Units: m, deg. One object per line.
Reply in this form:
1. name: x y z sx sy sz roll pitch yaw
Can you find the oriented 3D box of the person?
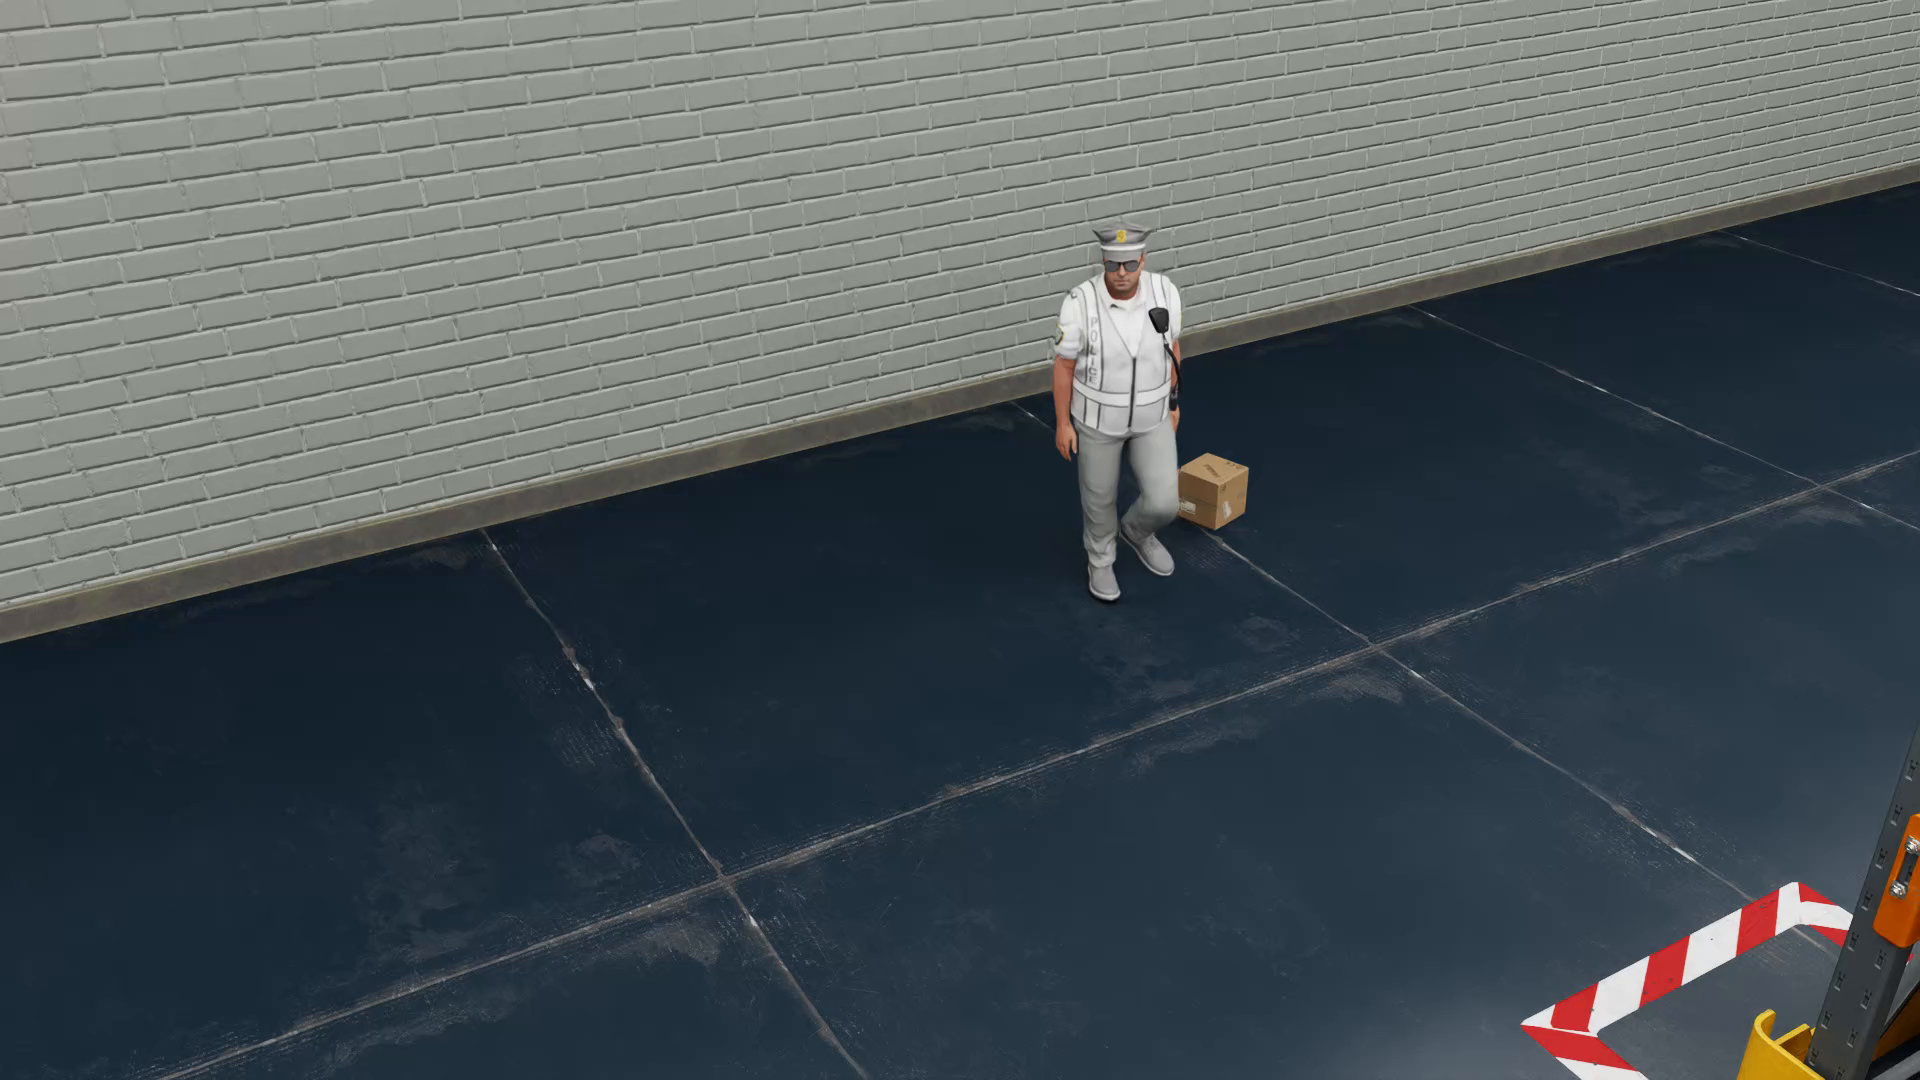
1. person: 0.682 -0.540 7.059 0.596 1.748 0.484 -3 29 -6
